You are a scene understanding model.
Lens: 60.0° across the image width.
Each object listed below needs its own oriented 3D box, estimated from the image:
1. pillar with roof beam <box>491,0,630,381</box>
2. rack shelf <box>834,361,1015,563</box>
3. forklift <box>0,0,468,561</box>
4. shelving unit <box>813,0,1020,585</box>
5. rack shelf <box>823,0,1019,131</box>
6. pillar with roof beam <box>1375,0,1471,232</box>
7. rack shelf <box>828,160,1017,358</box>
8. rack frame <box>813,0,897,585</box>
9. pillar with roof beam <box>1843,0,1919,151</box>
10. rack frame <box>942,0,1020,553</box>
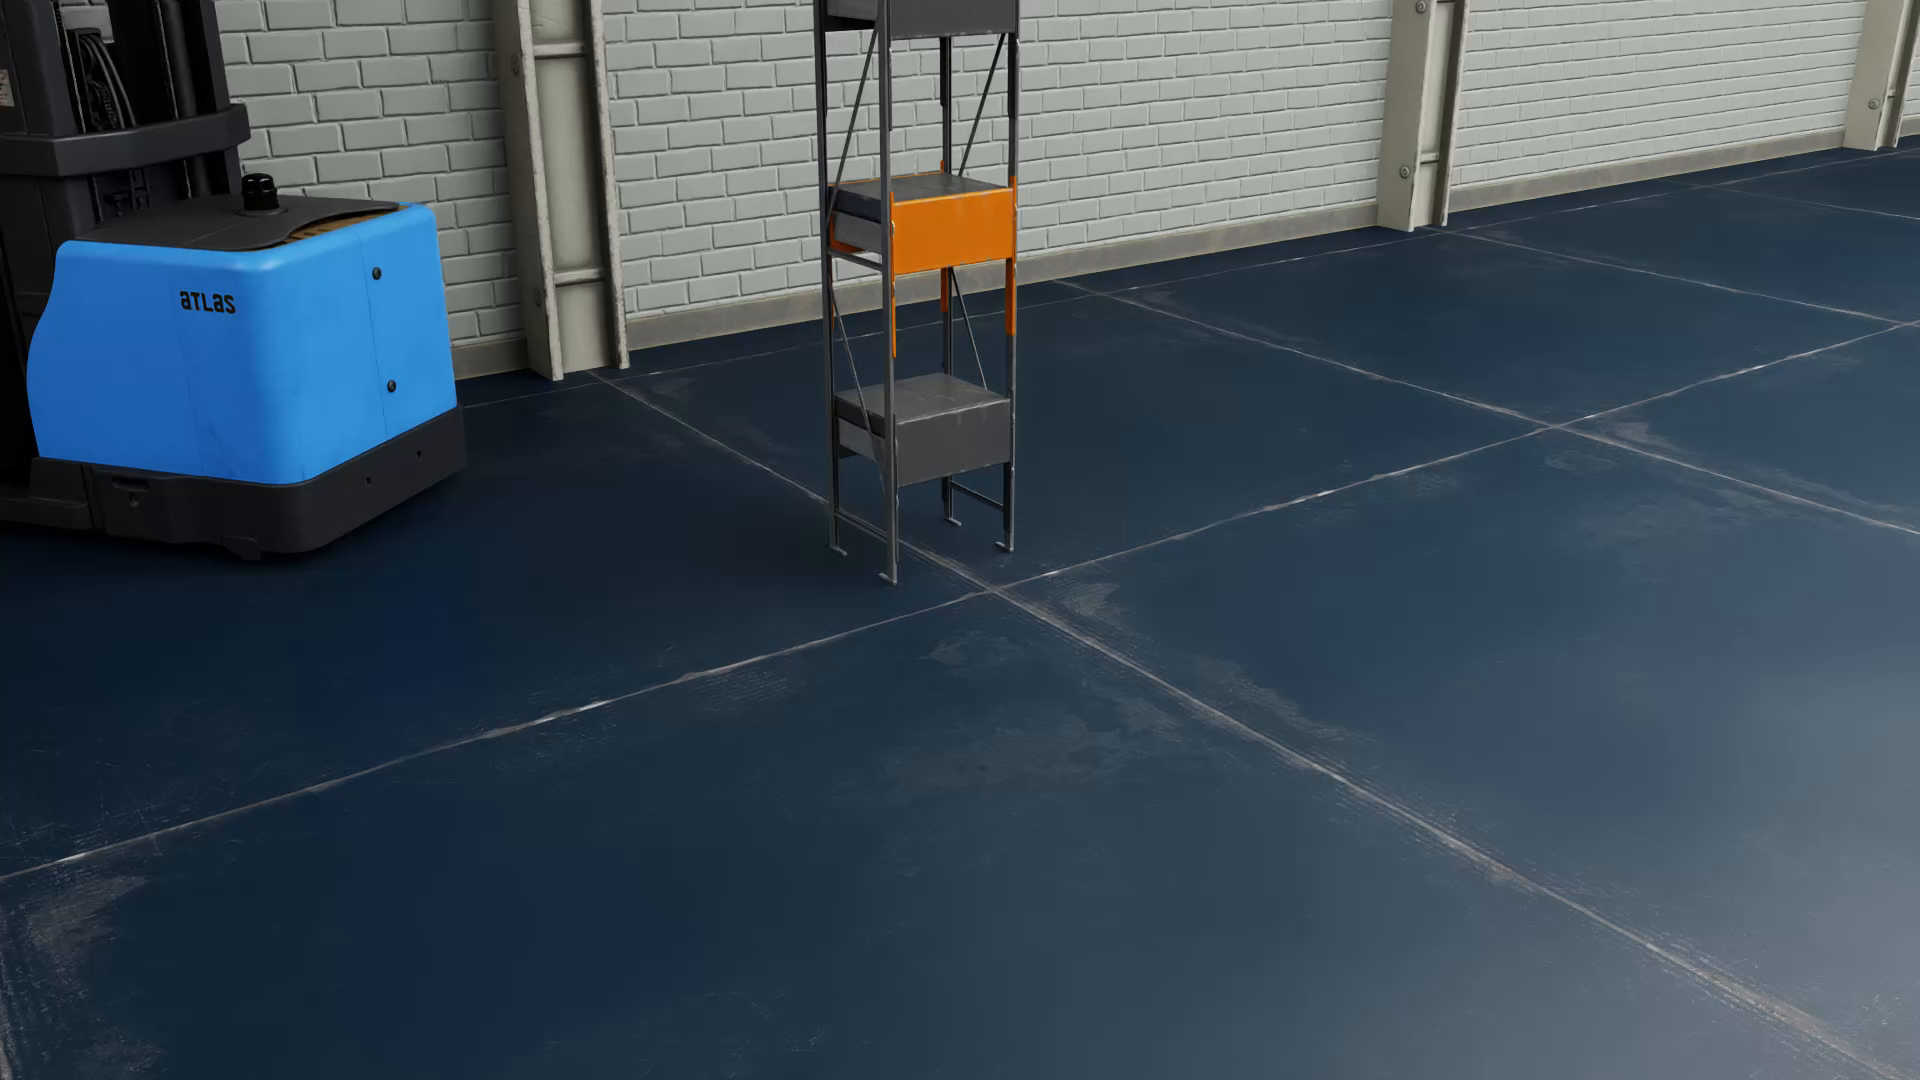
[{"bbox_3d":[0.683,-3.716,3.066,0.400,9.000,9.100,-15,26,-33],"label":"pillar with roof beam"},{"bbox_3d":[-0.134,-0.277,5.682,0.480,0.518,0.431,-15,26,-33],"label":"rack shelf"},{"bbox_3d":[-3.478,-1.592,5.931,3.031,2.935,1.130,7,23,16],"label":"forklift"},{"bbox_3d":[-0.134,-0.939,5.417,0.503,2.100,0.431,-15,26,-33],"label":"shelving unit"},{"bbox_3d":[-0.134,-1.577,5.163,0.480,0.518,0.431,-15,26,-33],"label":"rack shelf"},{"bbox_3d":[5.554,-5.014,6.320,0.400,9.000,9.100,-15,26,-33],"label":"pillar with roof beam"},{"bbox_3d":[-0.134,-0.927,5.422,0.480,0.518,0.431,-15,26,-33],"label":"rack shelf"},{"bbox_3d":[-0.332,-0.887,5.285,0.015,2.100,0.400,-15,26,-33],"label":"rack frame"},{"bbox_3d":[10.424,-6.313,9.575,0.400,9.000,9.100,-15,26,-33],"label":"pillar with roof beam"},{"bbox_3d":[0.064,-0.992,5.550,0.015,2.100,0.400,-15,26,-33],"label":"rack frame"}]
